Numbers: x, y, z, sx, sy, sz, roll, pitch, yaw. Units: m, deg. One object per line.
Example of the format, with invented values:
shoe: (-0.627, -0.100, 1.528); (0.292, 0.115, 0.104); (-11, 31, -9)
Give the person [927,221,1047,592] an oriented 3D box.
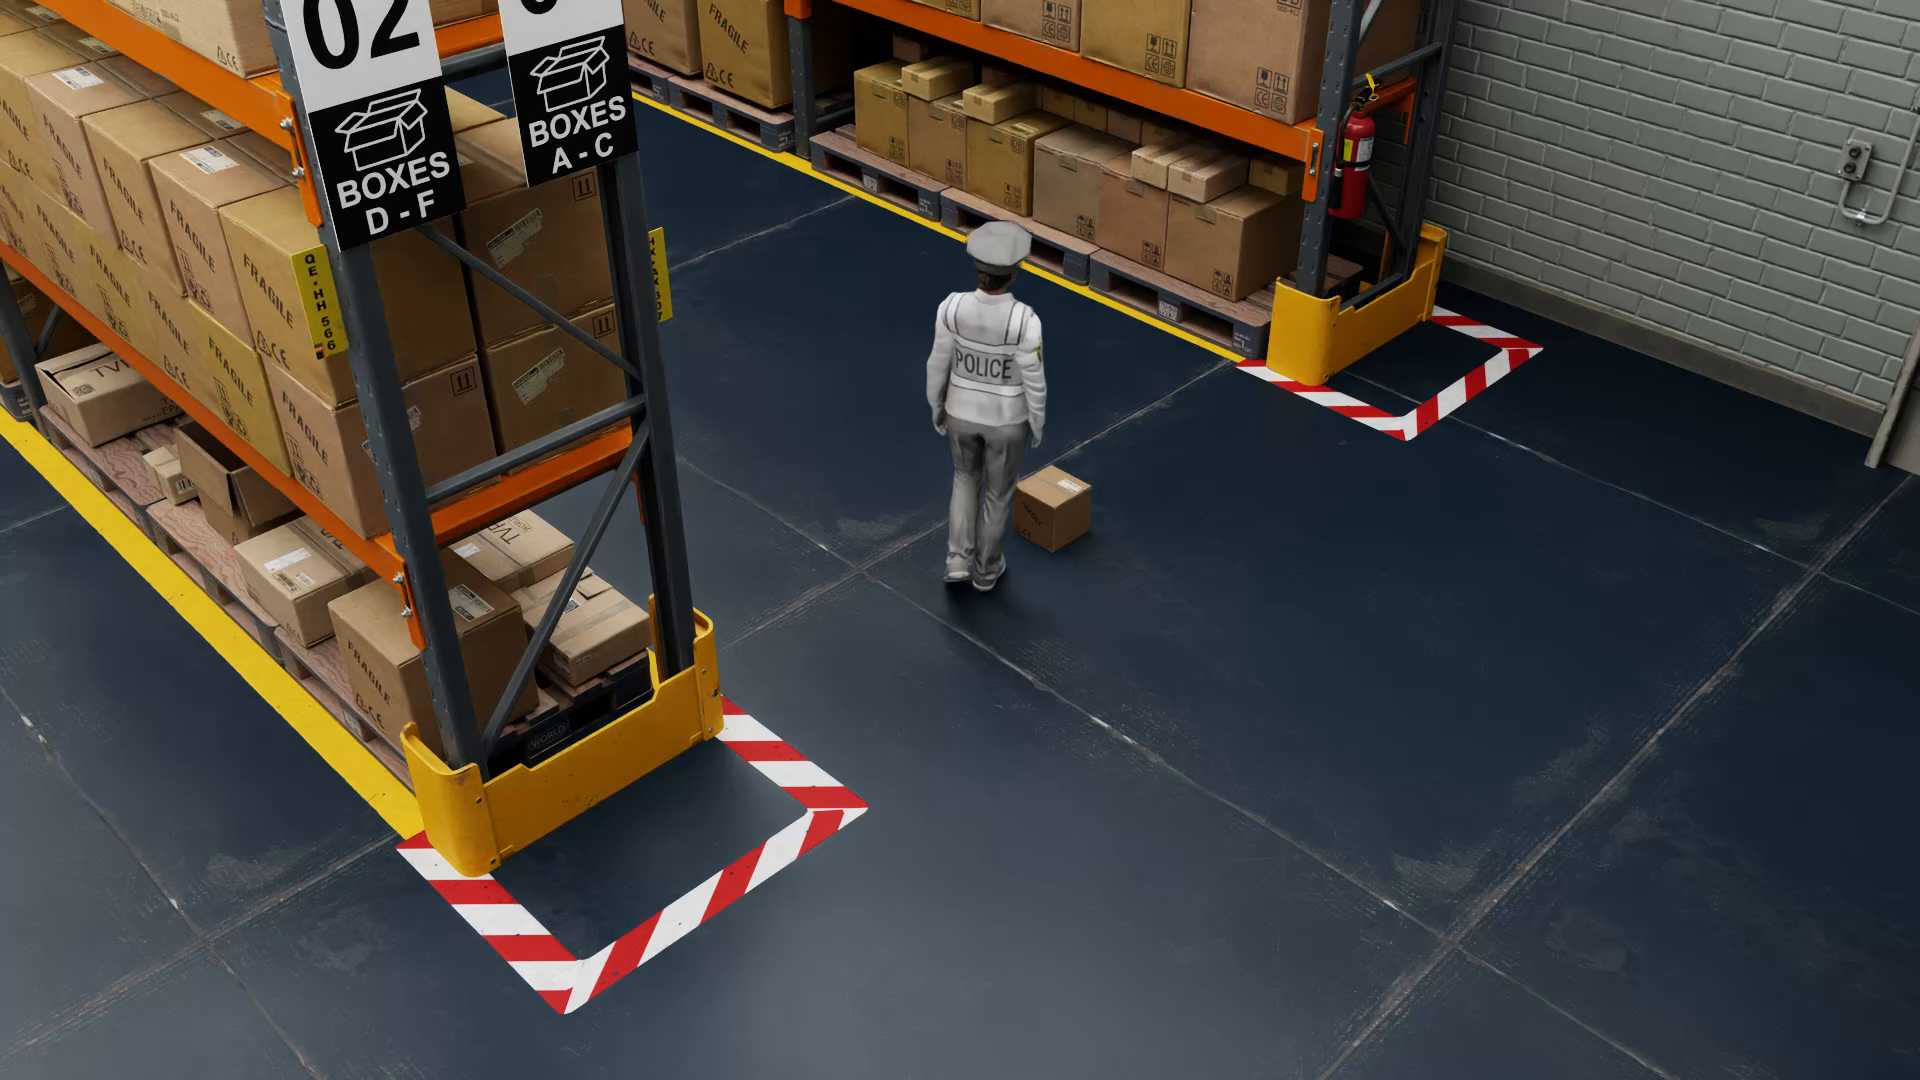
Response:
person: (0.104, -0.485, 6.806); (0.517, 1.692, 0.400); (13, 38, 17)
